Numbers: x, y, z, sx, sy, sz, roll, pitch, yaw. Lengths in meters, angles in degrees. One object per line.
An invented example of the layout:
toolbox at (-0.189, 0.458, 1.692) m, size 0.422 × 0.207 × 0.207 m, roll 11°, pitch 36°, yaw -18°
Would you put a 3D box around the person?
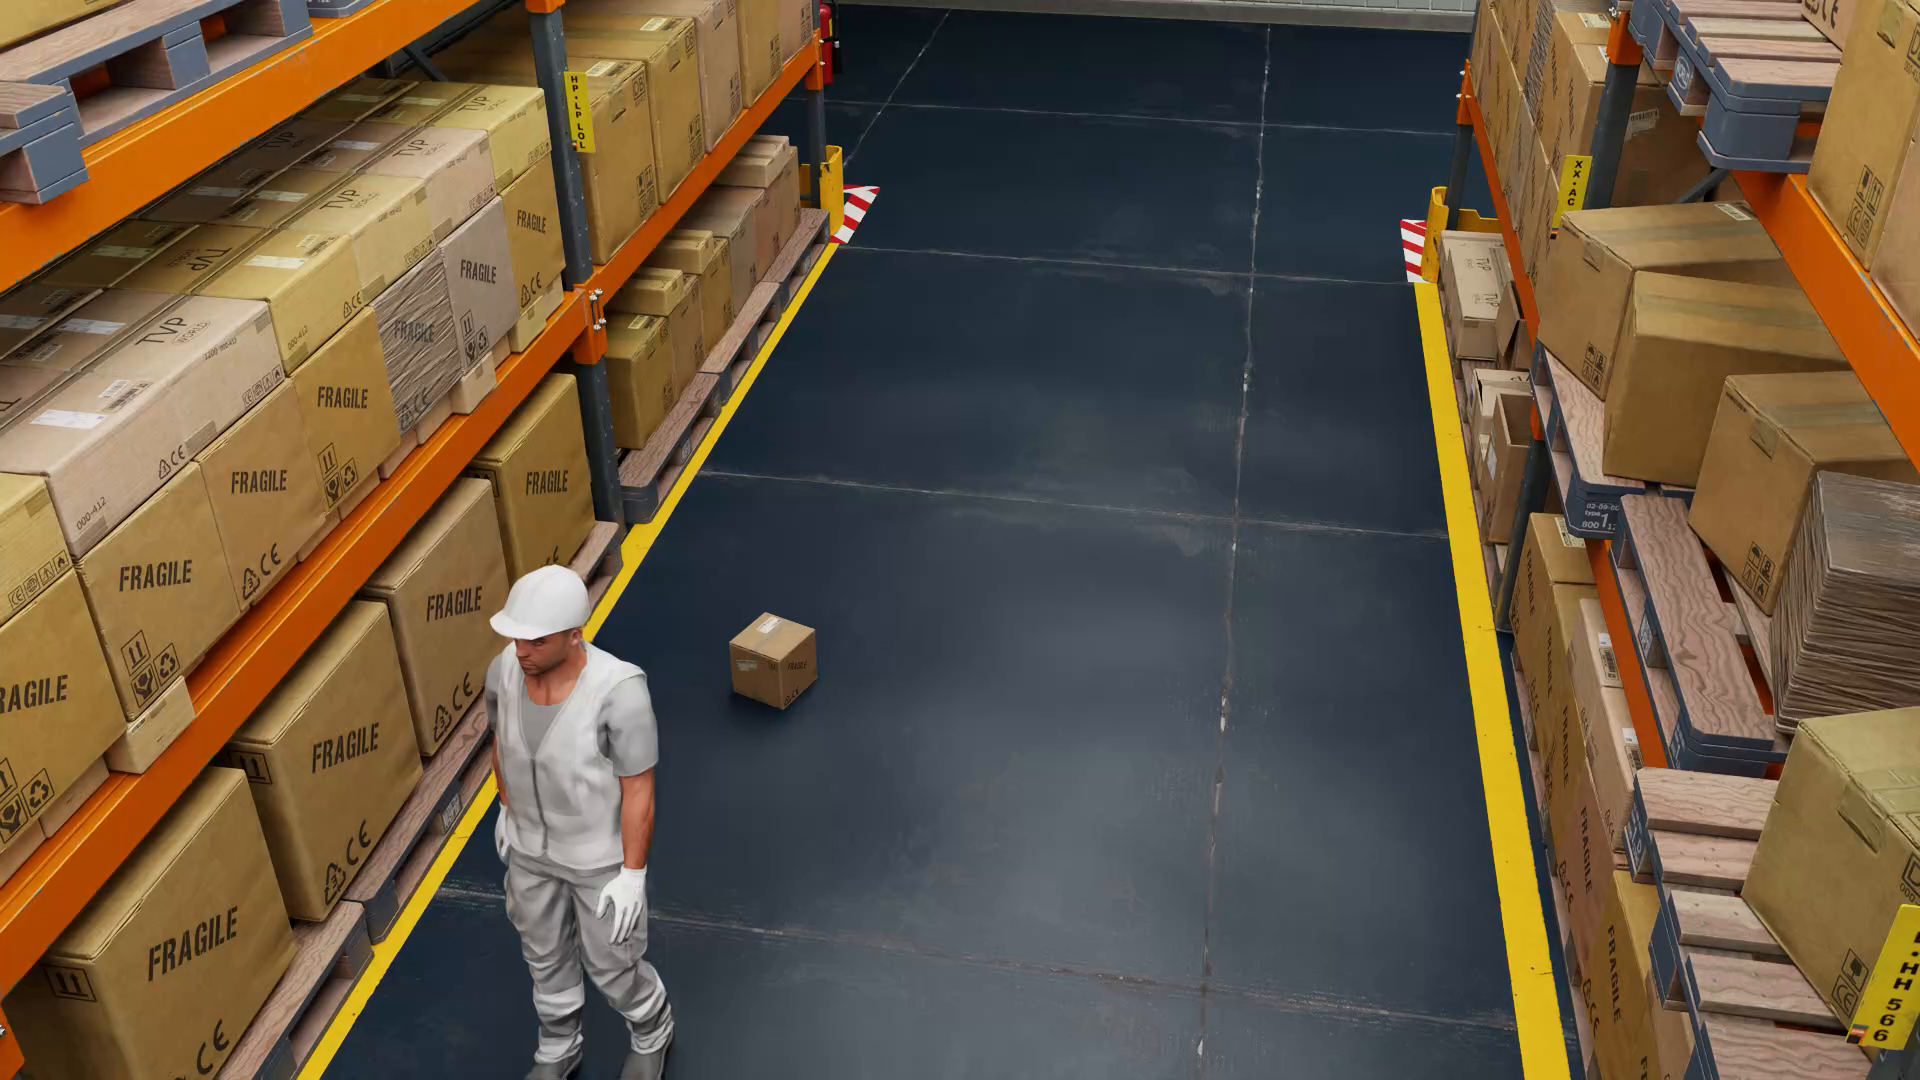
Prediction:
person at (-1.120, 0.880, 4.686) m, size 0.577 × 1.794 × 0.396 m, roll 12°, pitch 34°, yaw 18°
